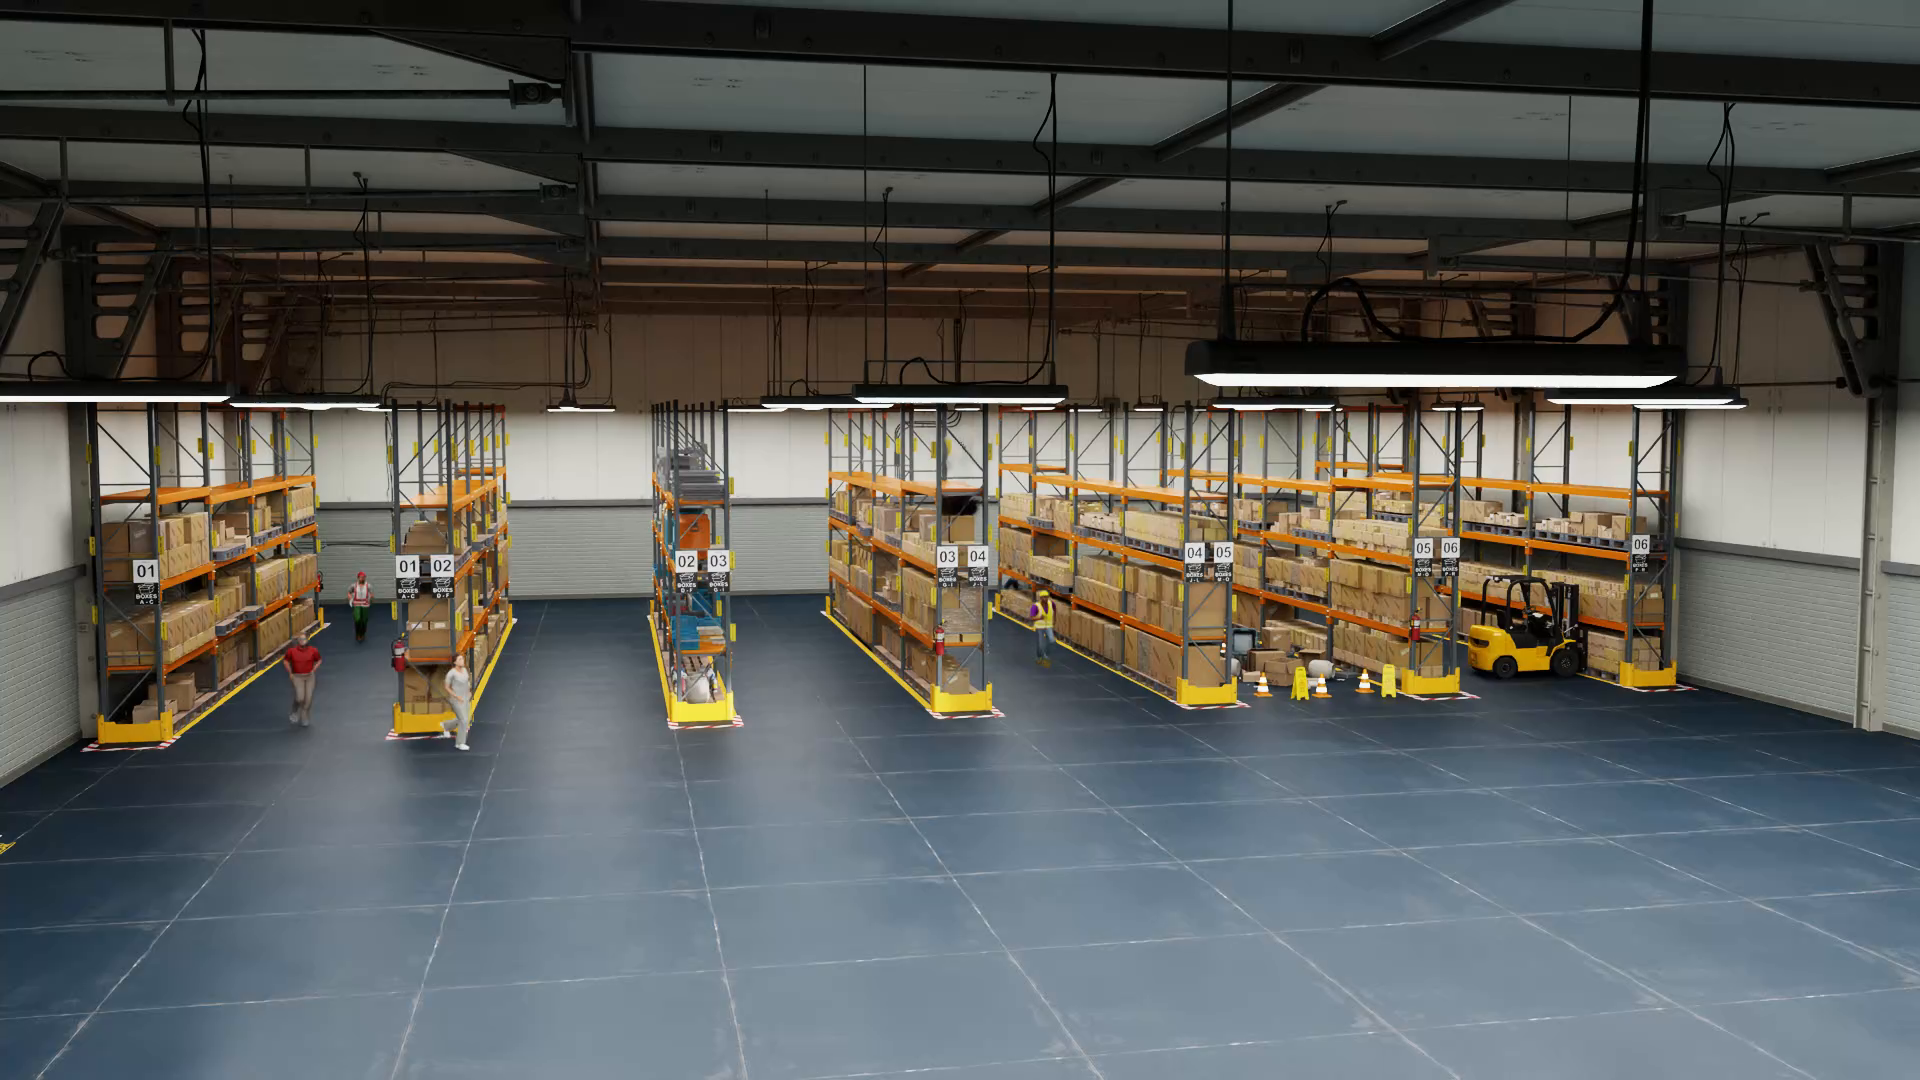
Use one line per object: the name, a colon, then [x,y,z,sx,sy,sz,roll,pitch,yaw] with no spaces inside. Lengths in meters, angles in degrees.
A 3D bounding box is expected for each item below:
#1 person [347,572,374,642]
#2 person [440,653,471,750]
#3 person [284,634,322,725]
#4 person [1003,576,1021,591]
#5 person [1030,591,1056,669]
person: [-15.056,1.685,41.829,0.634,1.773,0.674,-2,5,-25]
person: [-8.678,2.758,28.591,0.654,1.656,0.579,2,5,27]
person: [-12.073,2.572,30.618,0.645,1.691,0.608,-2,5,-29]
person: [1.620,1.189,49.730,0.755,1.623,0.564,1,4,9]
person: [1.901,2.011,37.629,0.731,1.763,0.816,-1,5,-18]
